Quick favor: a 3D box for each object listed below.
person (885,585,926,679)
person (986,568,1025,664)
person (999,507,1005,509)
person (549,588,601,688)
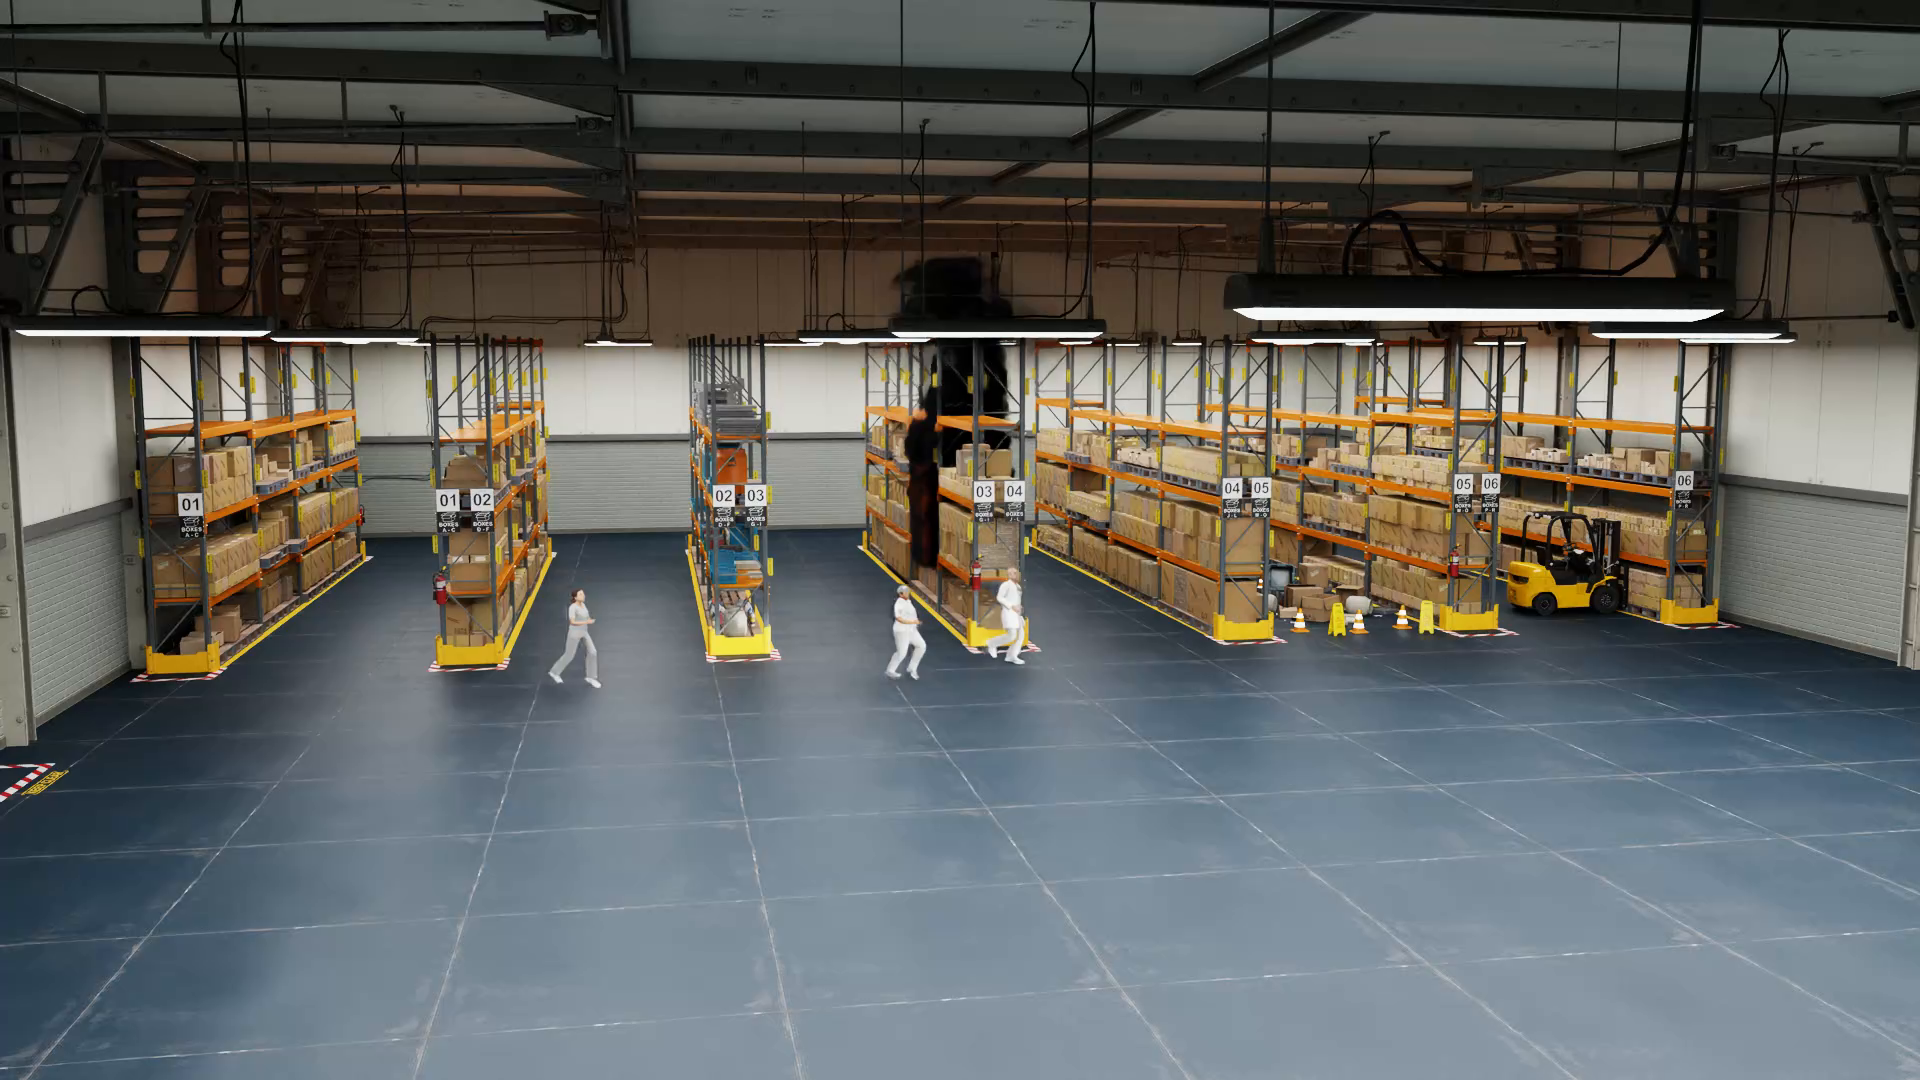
[{"bbox_3d":[-0.951,1.614,28.942,0.703,1.683,0.611,3,7,24],"label":"person"},{"bbox_3d":[0.891,1.375,30.554,0.735,1.745,0.731,4,7,29],"label":"person"},{"bbox_3d":[1.097,-0.701,48.568,0.675,1.799,0.783,4,8,30],"label":"person"},{"bbox_3d":[-6.550,1.656,28.316,0.914,1.707,0.575,3,7,22],"label":"person"}]
